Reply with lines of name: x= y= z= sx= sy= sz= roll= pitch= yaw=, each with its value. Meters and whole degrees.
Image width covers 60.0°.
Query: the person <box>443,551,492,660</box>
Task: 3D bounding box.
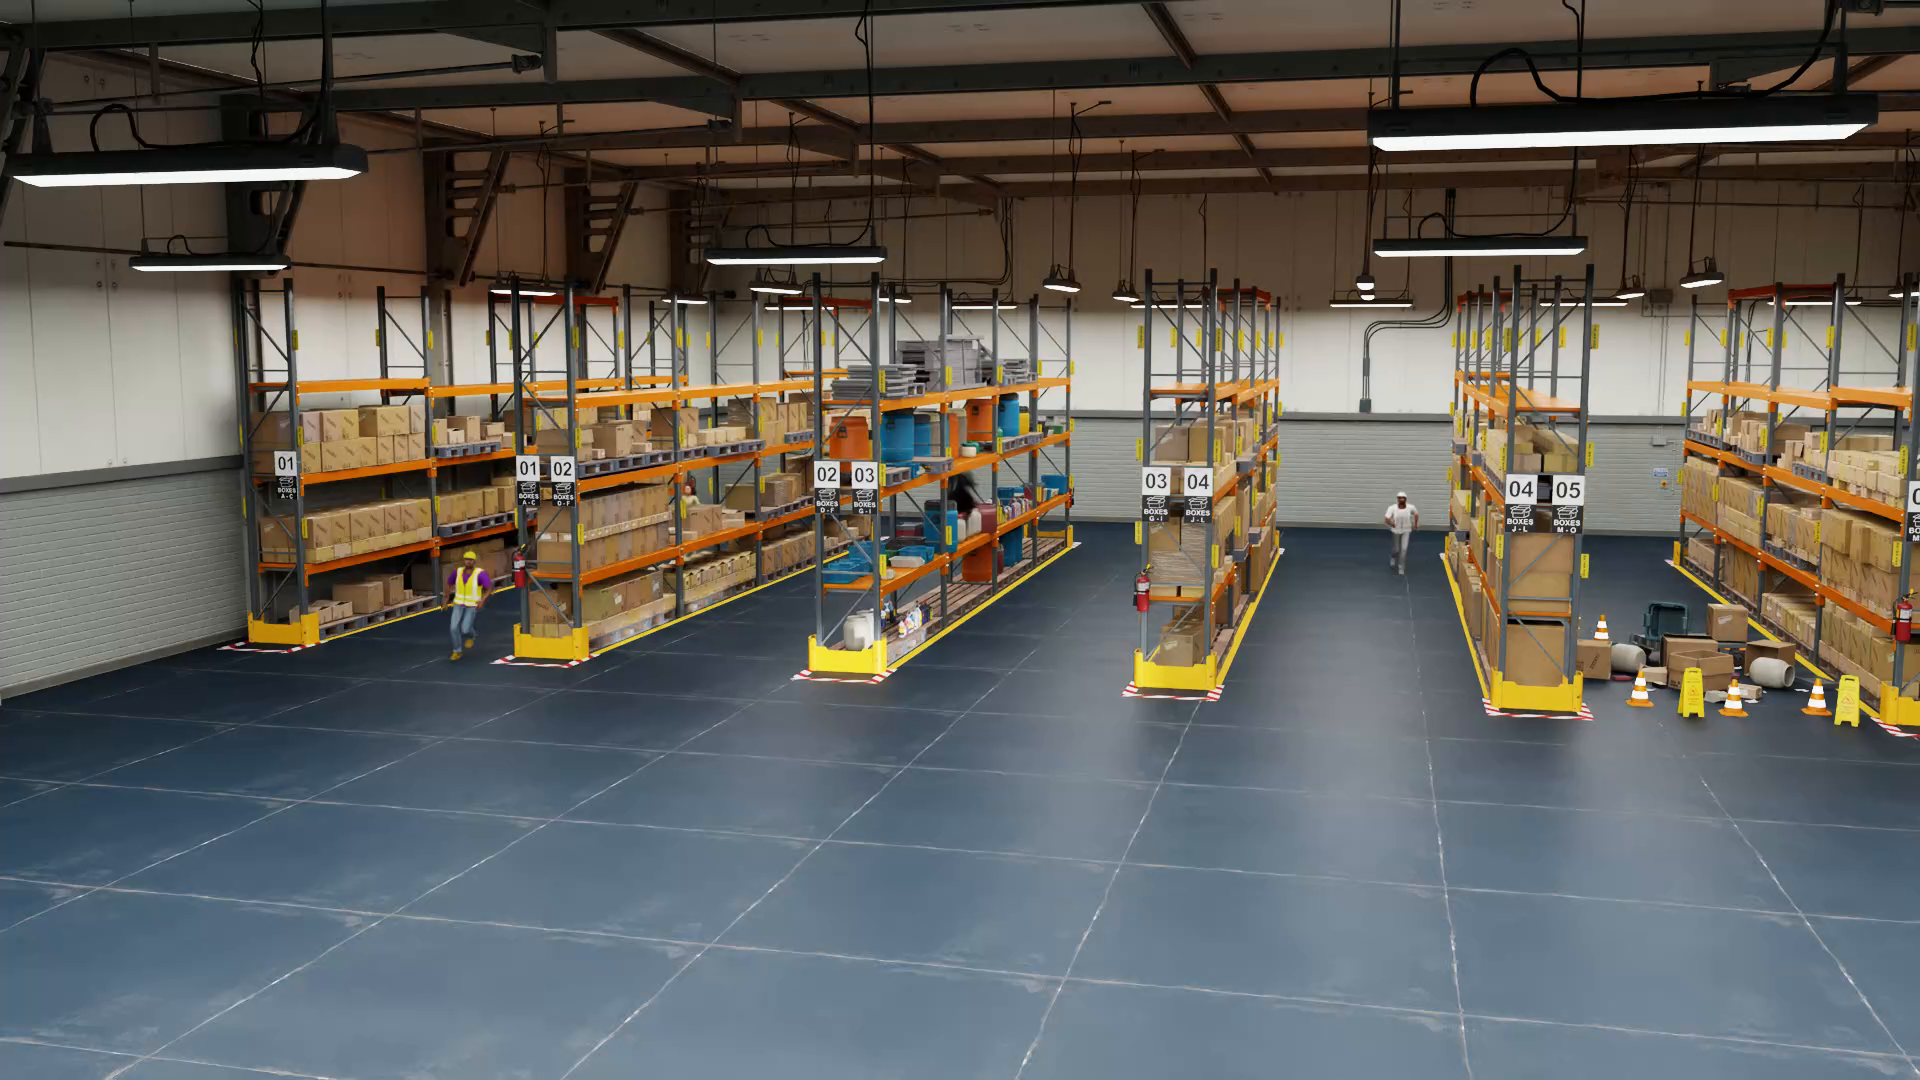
person: x=-7.787 y=1.022 z=26.346 sx=0.743 sy=1.726 sz=0.589 roll=1 pitch=7 yaw=5

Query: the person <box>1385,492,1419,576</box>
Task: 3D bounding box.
person: x=9.524 y=-0.162 z=35.877 sx=0.710 sy=1.766 sz=0.934 roll=2 pitch=7 yaw=13

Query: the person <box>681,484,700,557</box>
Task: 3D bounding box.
person: x=-6.265 y=-0.452 z=38.419 sx=0.562 sy=1.688 sz=0.915 roll=0 pitch=7 yaw=0

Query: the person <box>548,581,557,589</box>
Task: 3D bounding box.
person: x=-7.696 y=0.302 z=31.899 sx=0.682 sy=1.841 sz=0.801 roll=1 pitch=7 yaw=6
